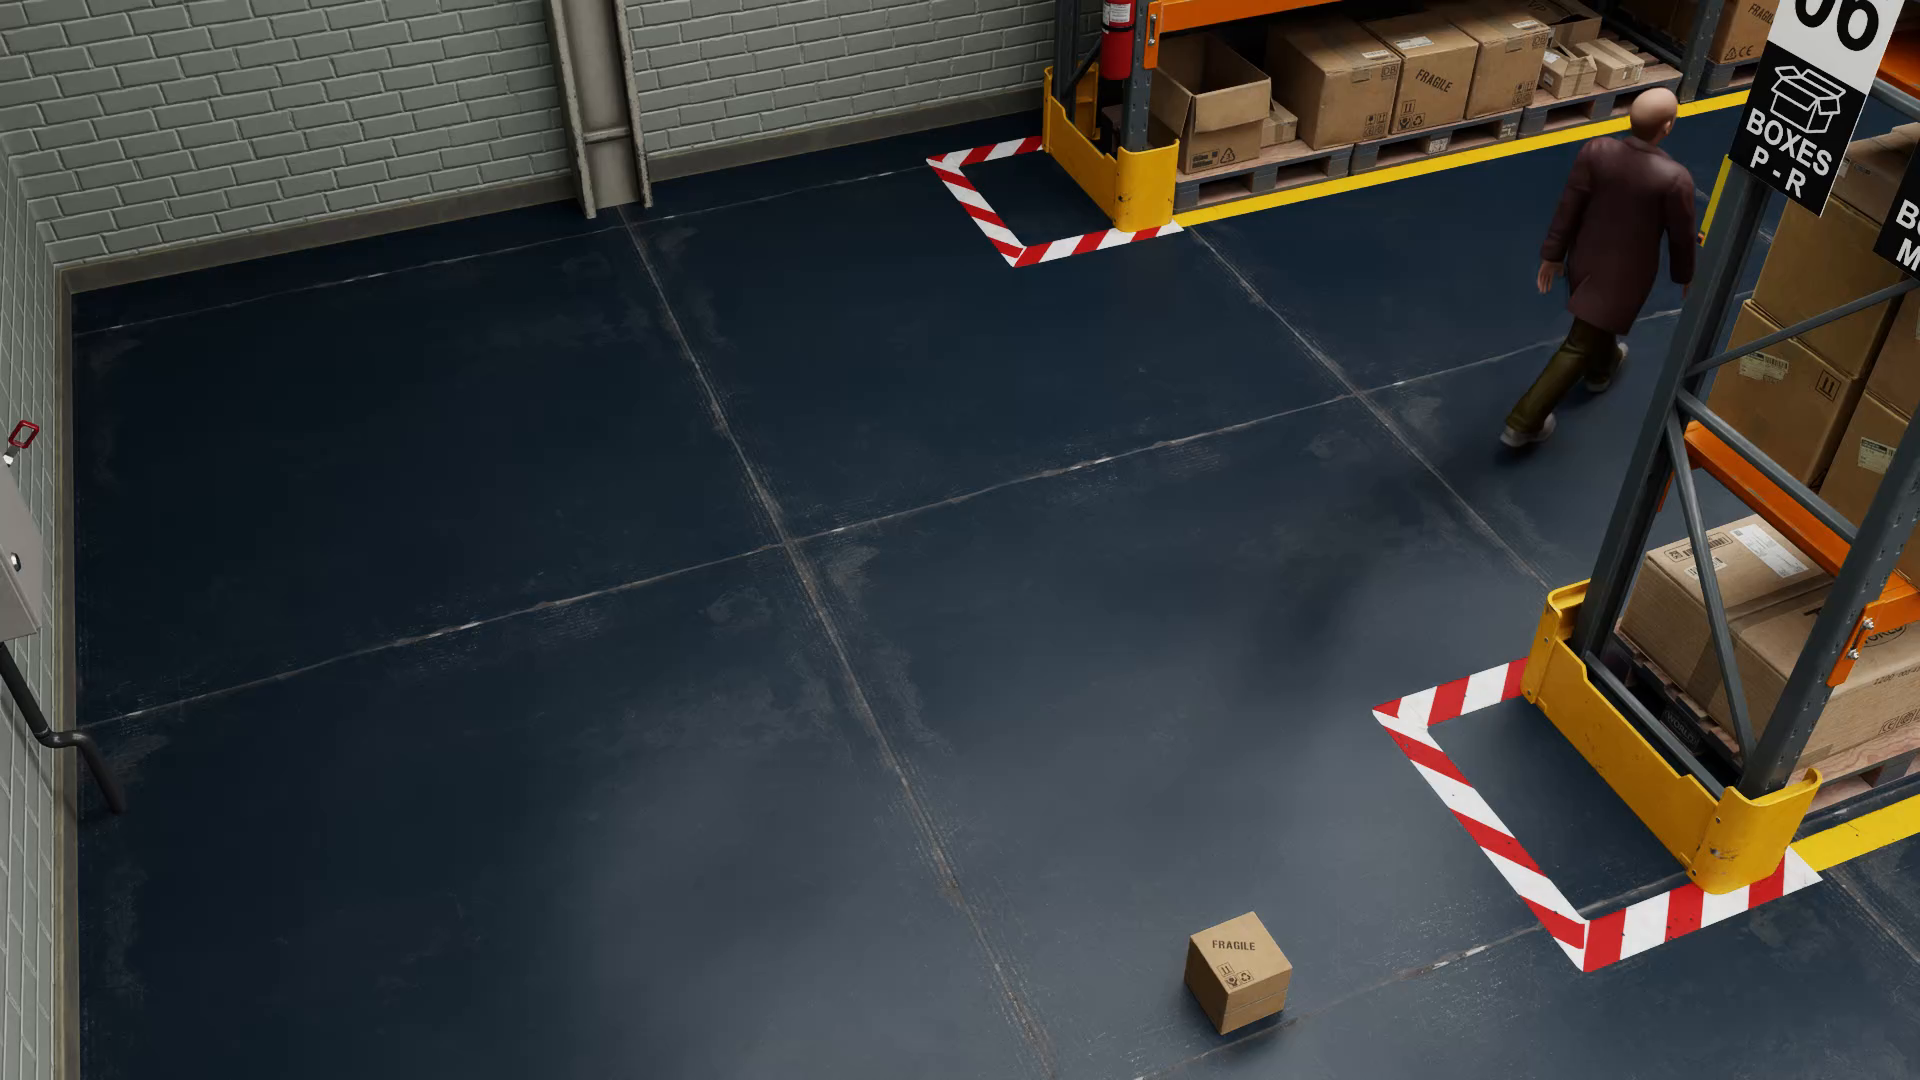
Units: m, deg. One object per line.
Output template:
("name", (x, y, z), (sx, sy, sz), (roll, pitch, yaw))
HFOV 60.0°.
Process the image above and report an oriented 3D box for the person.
("person", (3.023, -1.263, 7.616), (1.149, 1.726, 0.602), (-26, 48, -27))
